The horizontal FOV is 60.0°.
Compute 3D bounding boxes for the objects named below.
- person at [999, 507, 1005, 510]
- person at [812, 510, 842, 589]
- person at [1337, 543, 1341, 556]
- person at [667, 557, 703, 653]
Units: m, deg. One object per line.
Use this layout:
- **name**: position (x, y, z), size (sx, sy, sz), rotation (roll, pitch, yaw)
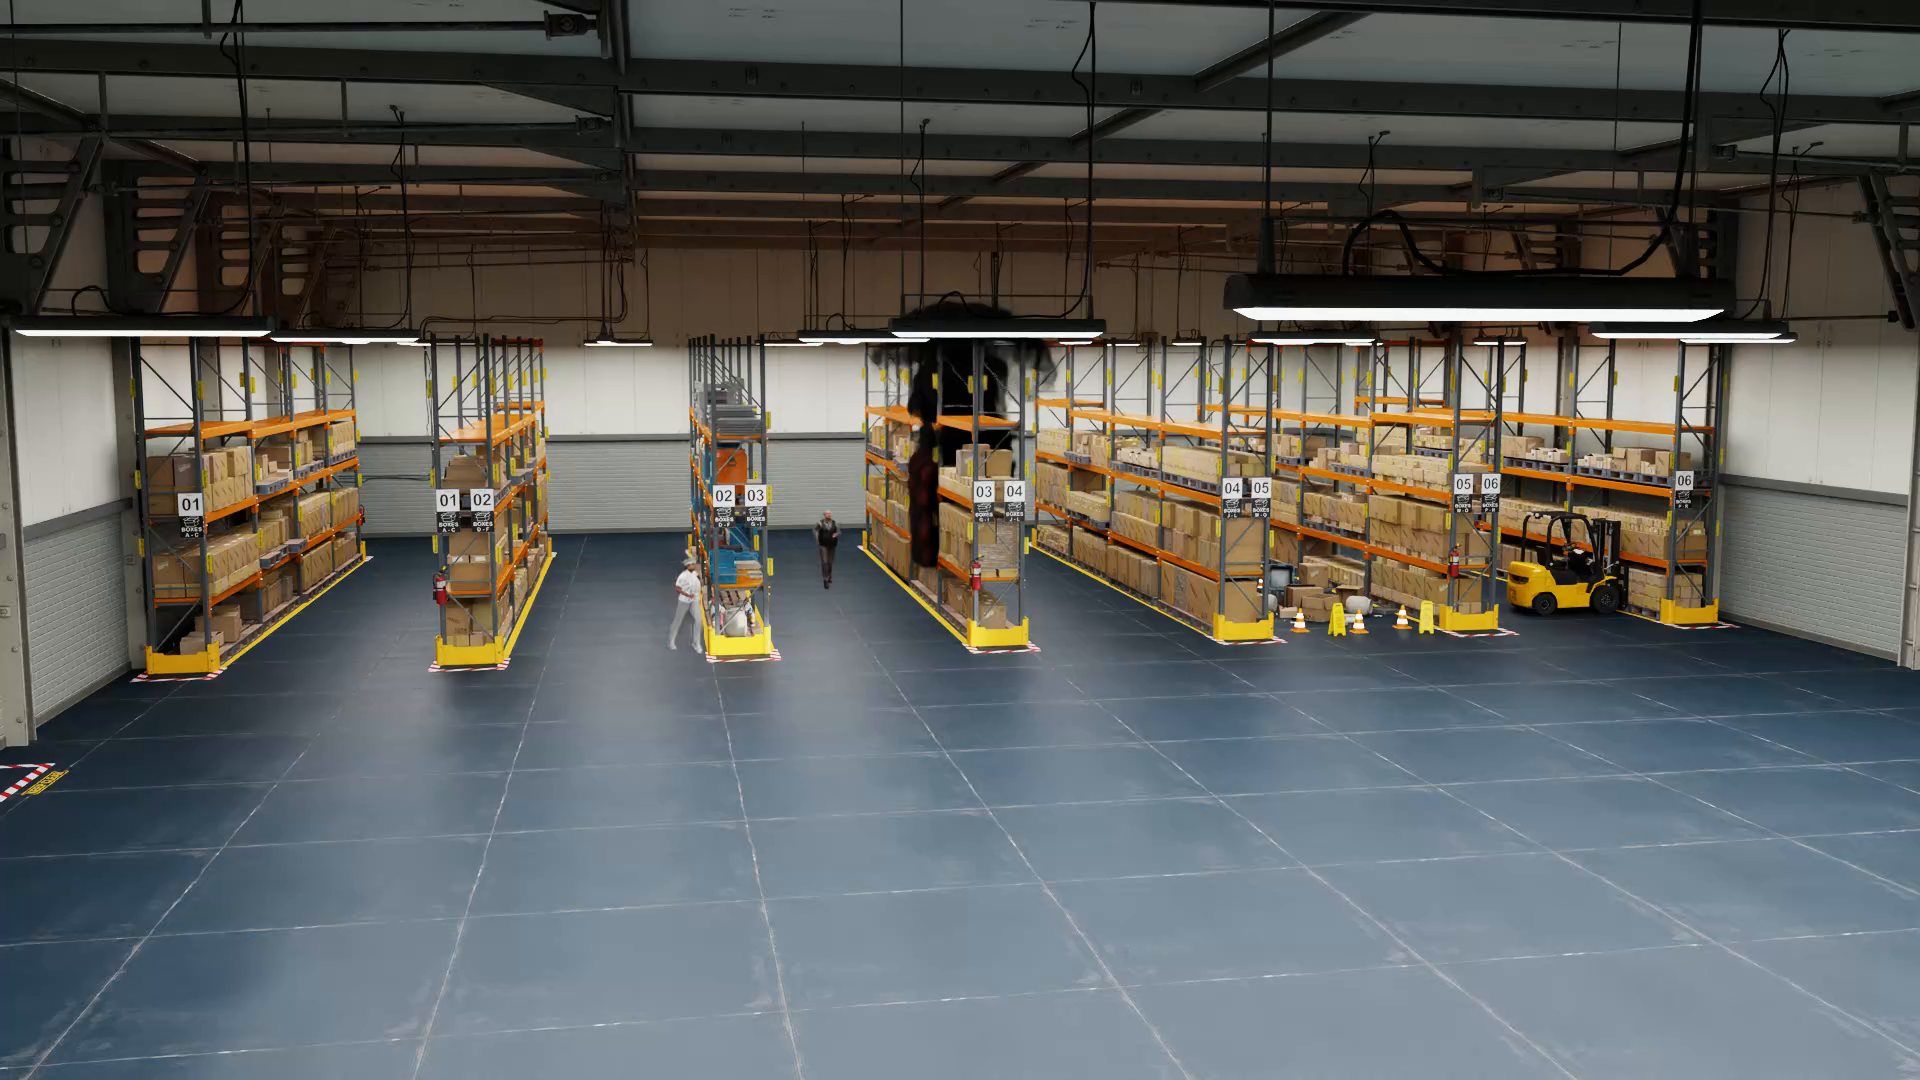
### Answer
- **person**: position (1.161, -0.460, 46.977), size (0.640, 1.659, 0.898), rotation (0, 7, 3)
- **person**: position (-3.049, 0.199, 38.406), size (0.648, 1.813, 0.681), rotation (-2, 7, -18)
- **person**: position (9.994, -0.149, 44.318), size (0.510, 1.578, 0.644), rotation (-1, 7, -11)
- **person**: position (-4.933, 1.164, 30.381), size (0.822, 1.721, 0.626), rotation (6, 9, 41)
